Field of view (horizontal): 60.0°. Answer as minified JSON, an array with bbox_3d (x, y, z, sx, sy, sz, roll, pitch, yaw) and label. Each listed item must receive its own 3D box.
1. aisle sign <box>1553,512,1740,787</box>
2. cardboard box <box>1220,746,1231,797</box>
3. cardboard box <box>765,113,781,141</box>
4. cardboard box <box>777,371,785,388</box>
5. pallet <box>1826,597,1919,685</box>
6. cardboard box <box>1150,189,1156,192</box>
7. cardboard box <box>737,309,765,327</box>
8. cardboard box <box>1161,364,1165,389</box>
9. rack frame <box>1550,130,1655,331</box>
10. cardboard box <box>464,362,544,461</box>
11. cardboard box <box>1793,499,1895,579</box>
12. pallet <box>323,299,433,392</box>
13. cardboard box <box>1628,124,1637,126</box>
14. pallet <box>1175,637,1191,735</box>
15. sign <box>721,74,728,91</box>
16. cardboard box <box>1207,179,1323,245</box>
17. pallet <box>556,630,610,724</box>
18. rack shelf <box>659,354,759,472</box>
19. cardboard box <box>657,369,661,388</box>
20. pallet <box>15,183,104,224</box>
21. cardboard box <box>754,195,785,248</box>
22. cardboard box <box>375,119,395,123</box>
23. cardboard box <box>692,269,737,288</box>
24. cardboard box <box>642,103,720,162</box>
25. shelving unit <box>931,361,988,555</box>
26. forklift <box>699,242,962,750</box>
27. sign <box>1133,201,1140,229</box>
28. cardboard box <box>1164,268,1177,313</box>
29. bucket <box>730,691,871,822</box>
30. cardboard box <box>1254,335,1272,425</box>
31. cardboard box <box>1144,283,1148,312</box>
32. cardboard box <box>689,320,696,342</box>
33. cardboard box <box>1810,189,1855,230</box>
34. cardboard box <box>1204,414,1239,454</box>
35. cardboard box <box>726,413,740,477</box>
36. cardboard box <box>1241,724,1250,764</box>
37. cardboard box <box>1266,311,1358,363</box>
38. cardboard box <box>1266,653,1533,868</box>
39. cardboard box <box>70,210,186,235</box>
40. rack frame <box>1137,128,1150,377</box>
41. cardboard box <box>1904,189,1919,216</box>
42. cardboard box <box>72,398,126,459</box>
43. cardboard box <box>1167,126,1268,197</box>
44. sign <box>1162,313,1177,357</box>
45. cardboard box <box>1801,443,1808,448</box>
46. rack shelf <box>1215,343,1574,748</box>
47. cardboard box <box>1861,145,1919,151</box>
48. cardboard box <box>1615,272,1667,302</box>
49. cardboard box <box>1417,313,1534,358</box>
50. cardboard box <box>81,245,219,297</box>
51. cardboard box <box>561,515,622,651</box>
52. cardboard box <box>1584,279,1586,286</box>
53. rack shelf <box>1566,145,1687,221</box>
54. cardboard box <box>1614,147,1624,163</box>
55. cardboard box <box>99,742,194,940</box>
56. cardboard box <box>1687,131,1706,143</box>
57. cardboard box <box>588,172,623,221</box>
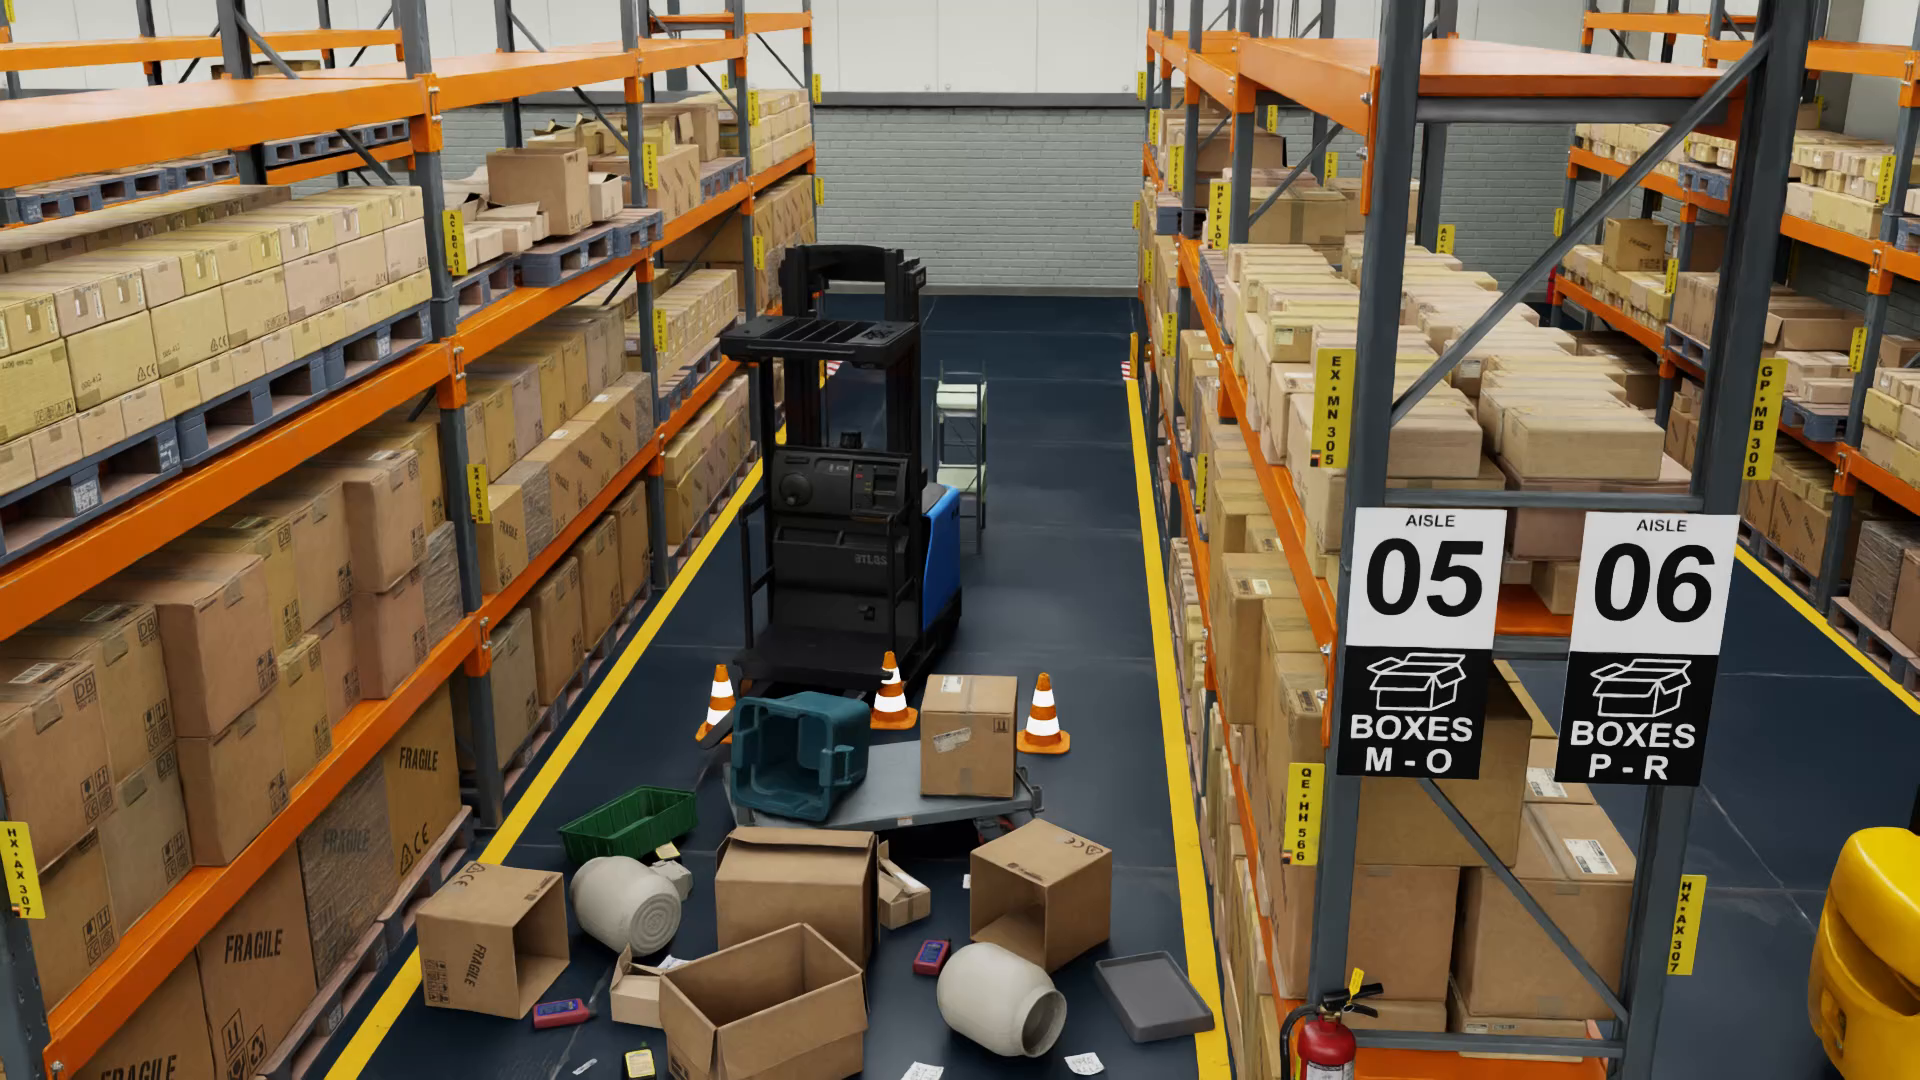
[{"bbox_3d":[1.851,0.305,4.500,0.394,0.787,0.004,1,18,4],"label":"aisle sign"},{"bbox_3d":[1.418,1.089,7.779,0.380,0.149,0.250,2,18,6],"label":"cardboard box"},{"bbox_3d":[-2.174,-4.338,17.467,0.500,0.250,0.500,2,18,5],"label":"cardboard box"},{"bbox_3d":[-2.136,-1.786,18.483,0.380,0.149,0.250,1,18,3],"label":"cardboard box"},{"bbox_3d":[6.973,0.719,11.890,1.003,0.211,1.213,1,18,4],"label":"pallet"},{"bbox_3d":[2.284,-3.779,18.332,0.380,0.149,0.250,1,18,4],"label":"cardboard box"},{"bbox_3d":[-2.191,-2.253,16.886,0.380,0.149,0.250,2,18,6],"label":"cardboard box"},{"bbox_3d":[1.970,-1.377,14.050,0.500,0.250,0.500,1,18,3],"label":"cardboard box"},{"bbox_3d":[7.645,-3.346,19.816,1.000,3.000,0.127,1,18,4],"label":"rack frame"},{"bbox_3d":[-3.010,-0.801,10.284,0.700,0.500,0.500,1,18,4],"label":"cardboard box"},{"bbox_3d":[6.887,-0.009,12.972,0.500,0.500,0.500,2,18,6],"label":"cardboard box"},{"bbox_3d":[-3.180,-0.937,7.790,1.003,0.211,1.213,1,18,4],"label":"pallet"},{"bbox_3d":[7.258,-4.474,17.403,0.500,0.250,0.500,2,18,5],"label":"cardboard box"},{"bbox_3d":[1.972,0.975,11.108,1.003,0.211,1.213,1,18,4],"label":"pallet"},{"bbox_3d":[-2.792,-5.387,19.825,0.100,0.325,0.005,1,18,4],"label":"sign"},{"bbox_3d":[2.042,-2.149,11.187,0.700,0.500,0.500,1,18,4],"label":"cardboard box"},{"bbox_3d":[-3.046,0.897,11.348,1.003,0.211,1.213,1,18,4],"label":"pallet"},{"bbox_3d":[-2.681,-1.329,14.817,1.077,0.370,4.000,1,18,4],"label":"rack shelf"},{"bbox_3d":[-2.591,-1.264,13.193,0.380,0.149,0.250,1,18,3],"label":"cardboard box"},{"bbox_3d":[-7.771,-2.729,13.419,1.213,0.211,1.003,2,18,6],"label":"pallet"},{"bbox_3d":[-2.174,-3.408,17.762,0.500,0.500,0.500,2,18,5],"label":"cardboard box"},{"bbox_3d":[-7.175,-5.234,19.765,0.700,0.500,0.500,0,18,1],"label":"cardboard box"},{"bbox_3d":[-2.372,-2.526,16.088,0.380,0.149,0.250,2,18,6],"label":"cardboard box"},{"bbox_3d":[-2.675,-3.849,15.701,0.700,0.500,0.500,1,18,4],"label":"cardboard box"},{"bbox_3d":[0.000,-0.711,14.183,0.431,1.500,0.755,1,18,4],"label":"shelving unit"},{"bbox_3d":[-0.854,-0.371,10.849,1.130,2.935,3.031,5,19,14],"label":"forklift"},{"bbox_3d":[2.140,-3.918,20.047,0.100,0.325,0.005,1,18,4],"label":"sign"},{"bbox_3d":[1.967,-1.973,13.861,0.500,0.500,0.500,1,18,4],"label":"cardboard box"},{"bbox_3d":[-0.822,1.120,9.005,0.726,0.611,0.620,8,10,23],"label":"bucket"},{"bbox_3d":[1.418,-0.621,6.446,0.500,0.250,0.500,1,18,4],"label":"cardboard box"},{"bbox_3d":[2.238,-2.727,17.766,0.500,0.500,0.500,1,18,3],"label":"cardboard box"},{"bbox_3d":[-2.499,-1.817,14.402,0.380,0.149,0.250,1,18,3],"label":"cardboard box"},{"bbox_3d":[6.901,-2.536,12.769,0.500,0.250,0.500,1,18,4],"label":"cardboard box"},{"bbox_3d":[1.672,-0.419,9.573,0.500,0.500,0.500,1,18,4],"label":"cardboard box"},{"bbox_3d":[-2.377,-0.909,15.719,0.500,0.500,0.500,1,18,3],"label":"cardboard box"},{"bbox_3d":[1.445,0.683,6.884,0.500,0.500,0.500,1,18,5],"label":"cardboard box"},{"bbox_3d":[1.353,-0.760,6.229,0.380,0.149,0.250,2,18,5],"label":"cardboard box"},{"bbox_3d":[1.365,0.687,5.266,0.700,0.500,0.500,1,18,3],"label":"cardboard box"},{"bbox_3d":[-3.548,-1.317,7.096,0.380,0.149,0.250,1,18,5],"label":"cardboard box"},{"bbox_3d":[2.693,-3.455,20.150,1.000,3.000,0.127,1,18,4],"label":"rack frame"},{"bbox_3d":[6.743,-2.321,11.412,0.380,0.166,0.250,1,18,4],"label":"cardboard box"},{"bbox_3d":[-3.018,-0.374,5.500,0.380,0.149,0.250,1,18,4],"label":"cardboard box"},{"bbox_3d":[2.001,-2.955,12.971,0.700,0.500,0.500,0,18,1],"label":"cardboard box"},{"bbox_3d":[1.566,-1.532,12.422,0.100,0.325,0.005,1,18,4],"label":"sign"},{"bbox_3d":[7.520,-0.822,14.411,0.380,0.149,0.250,1,18,2],"label":"cardboard box"},{"bbox_3d":[1.690,-0.191,6.526,1.077,0.370,4.000,1,18,4],"label":"rack shelf"},{"bbox_3d":[7.404,-3.049,13.216,0.380,0.149,0.250,1,18,4],"label":"cardboard box"},{"bbox_3d":[7.221,-2.647,17.448,0.500,0.250,0.500,1,18,4],"label":"cardboard box"},{"bbox_3d":[1.916,-0.749,6.196,0.380,0.149,0.250,2,18,5],"label":"cardboard box"},{"bbox_3d":[-2.965,-0.988,6.093,0.380,0.149,0.250,1,18,3],"label":"cardboard box"},{"bbox_3d":[-3.017,0.279,11.694,1.050,0.750,0.750,2,18,5],"label":"cardboard box"},{"bbox_3d":[7.391,-2.968,19.066,0.380,0.149,0.250,1,18,3],"label":"cardboard box"},{"bbox_3d":[7.501,-3.808,17.565,1.077,0.370,4.000,1,18,4],"label":"rack shelf"},{"bbox_3d":[7.183,-4.084,17.655,0.380,0.149,0.250,1,18,4],"label":"cardboard box"},{"bbox_3d":[-3.399,1.076,6.081,0.875,0.550,0.550,1,18,4],"label":"cardboard box"},{"bbox_3d":[6.899,-3.715,15.216,0.380,0.149,0.250,2,18,6],"label":"cardboard box"},{"bbox_3d":[-2.600,-2.348,11.264,0.500,0.311,0.500,1,18,4],"label":"cardboard box"}]
